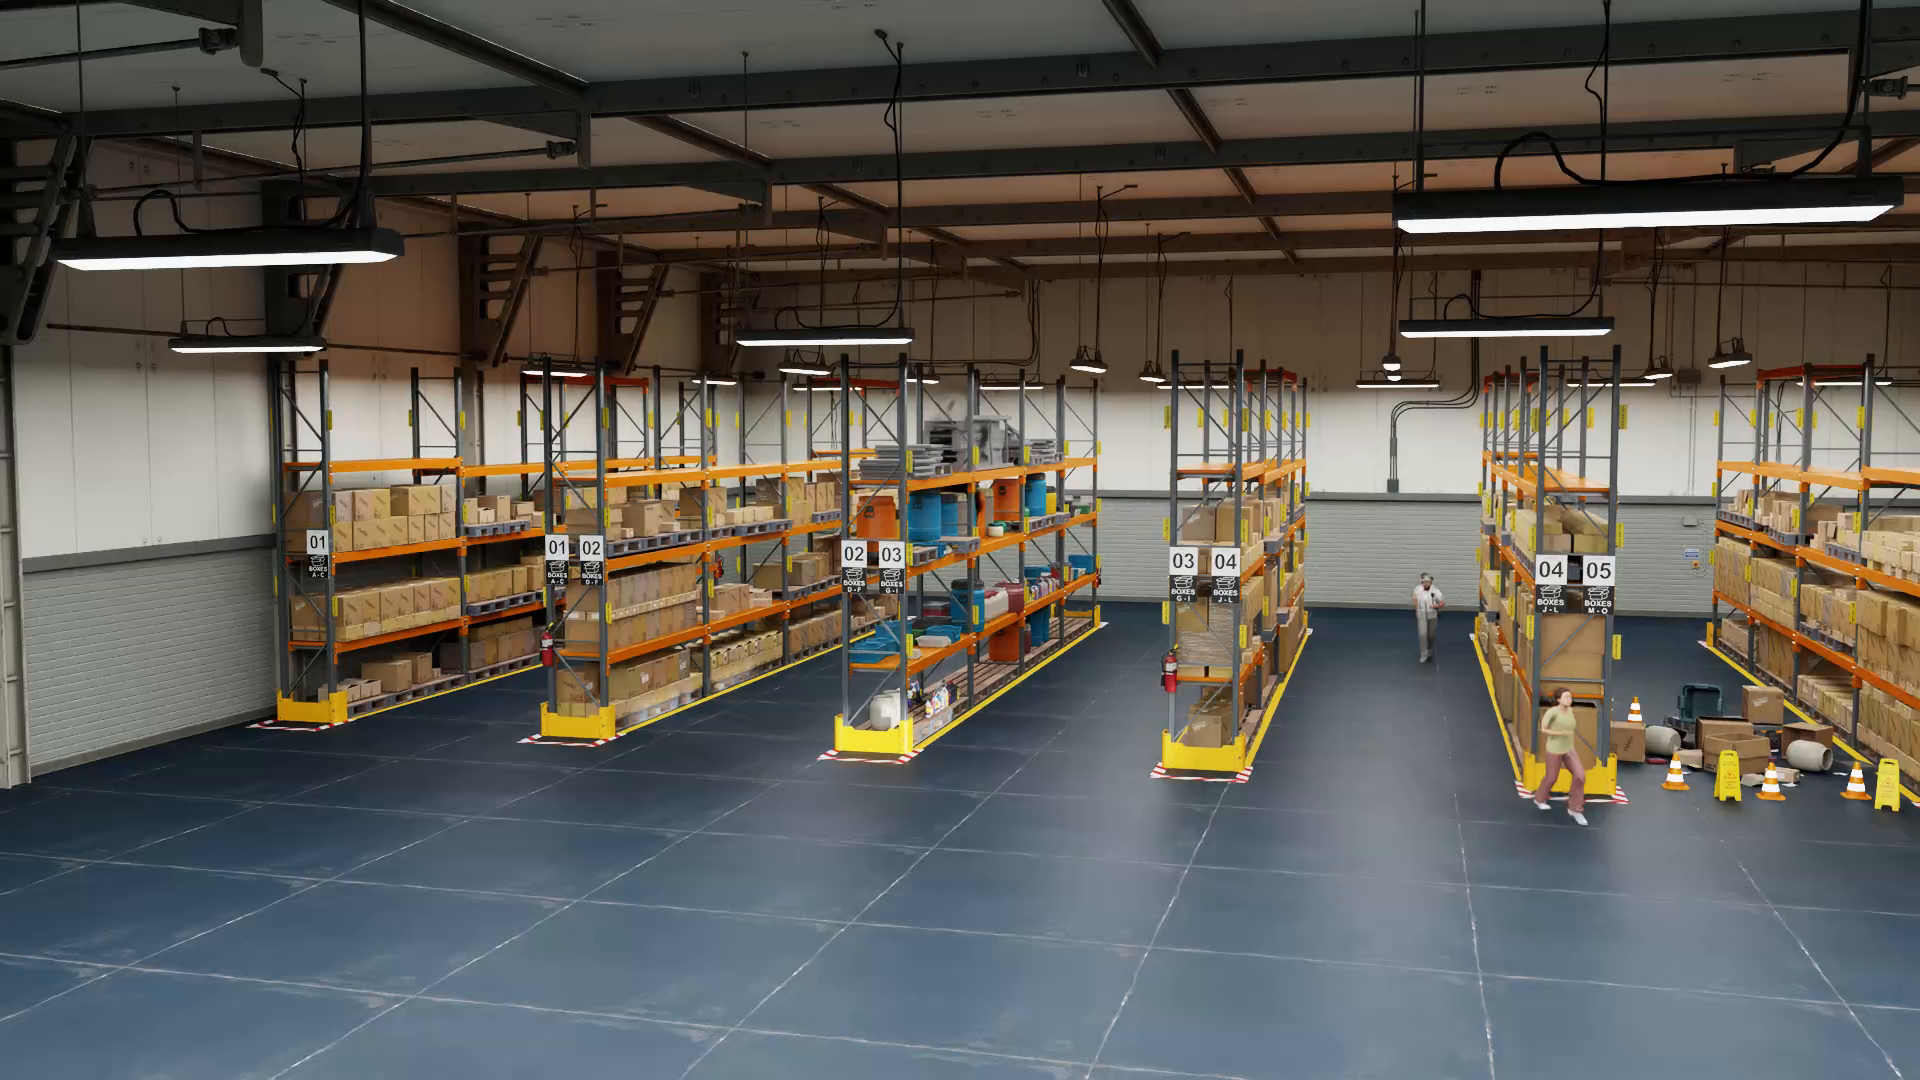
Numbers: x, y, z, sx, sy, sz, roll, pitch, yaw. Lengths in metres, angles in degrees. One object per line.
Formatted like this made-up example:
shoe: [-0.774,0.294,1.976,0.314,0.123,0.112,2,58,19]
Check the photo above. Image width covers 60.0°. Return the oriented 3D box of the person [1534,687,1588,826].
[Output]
person: [7.498,2.675,20.868,0.590,1.693,0.831,-1,4,-17]

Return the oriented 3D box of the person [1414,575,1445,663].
person: [9.790,1.624,34.733,0.646,1.801,0.913,2,4,21]

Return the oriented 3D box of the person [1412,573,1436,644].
person: [10.122,1.536,36.185,0.560,1.662,0.967,1,4,13]
